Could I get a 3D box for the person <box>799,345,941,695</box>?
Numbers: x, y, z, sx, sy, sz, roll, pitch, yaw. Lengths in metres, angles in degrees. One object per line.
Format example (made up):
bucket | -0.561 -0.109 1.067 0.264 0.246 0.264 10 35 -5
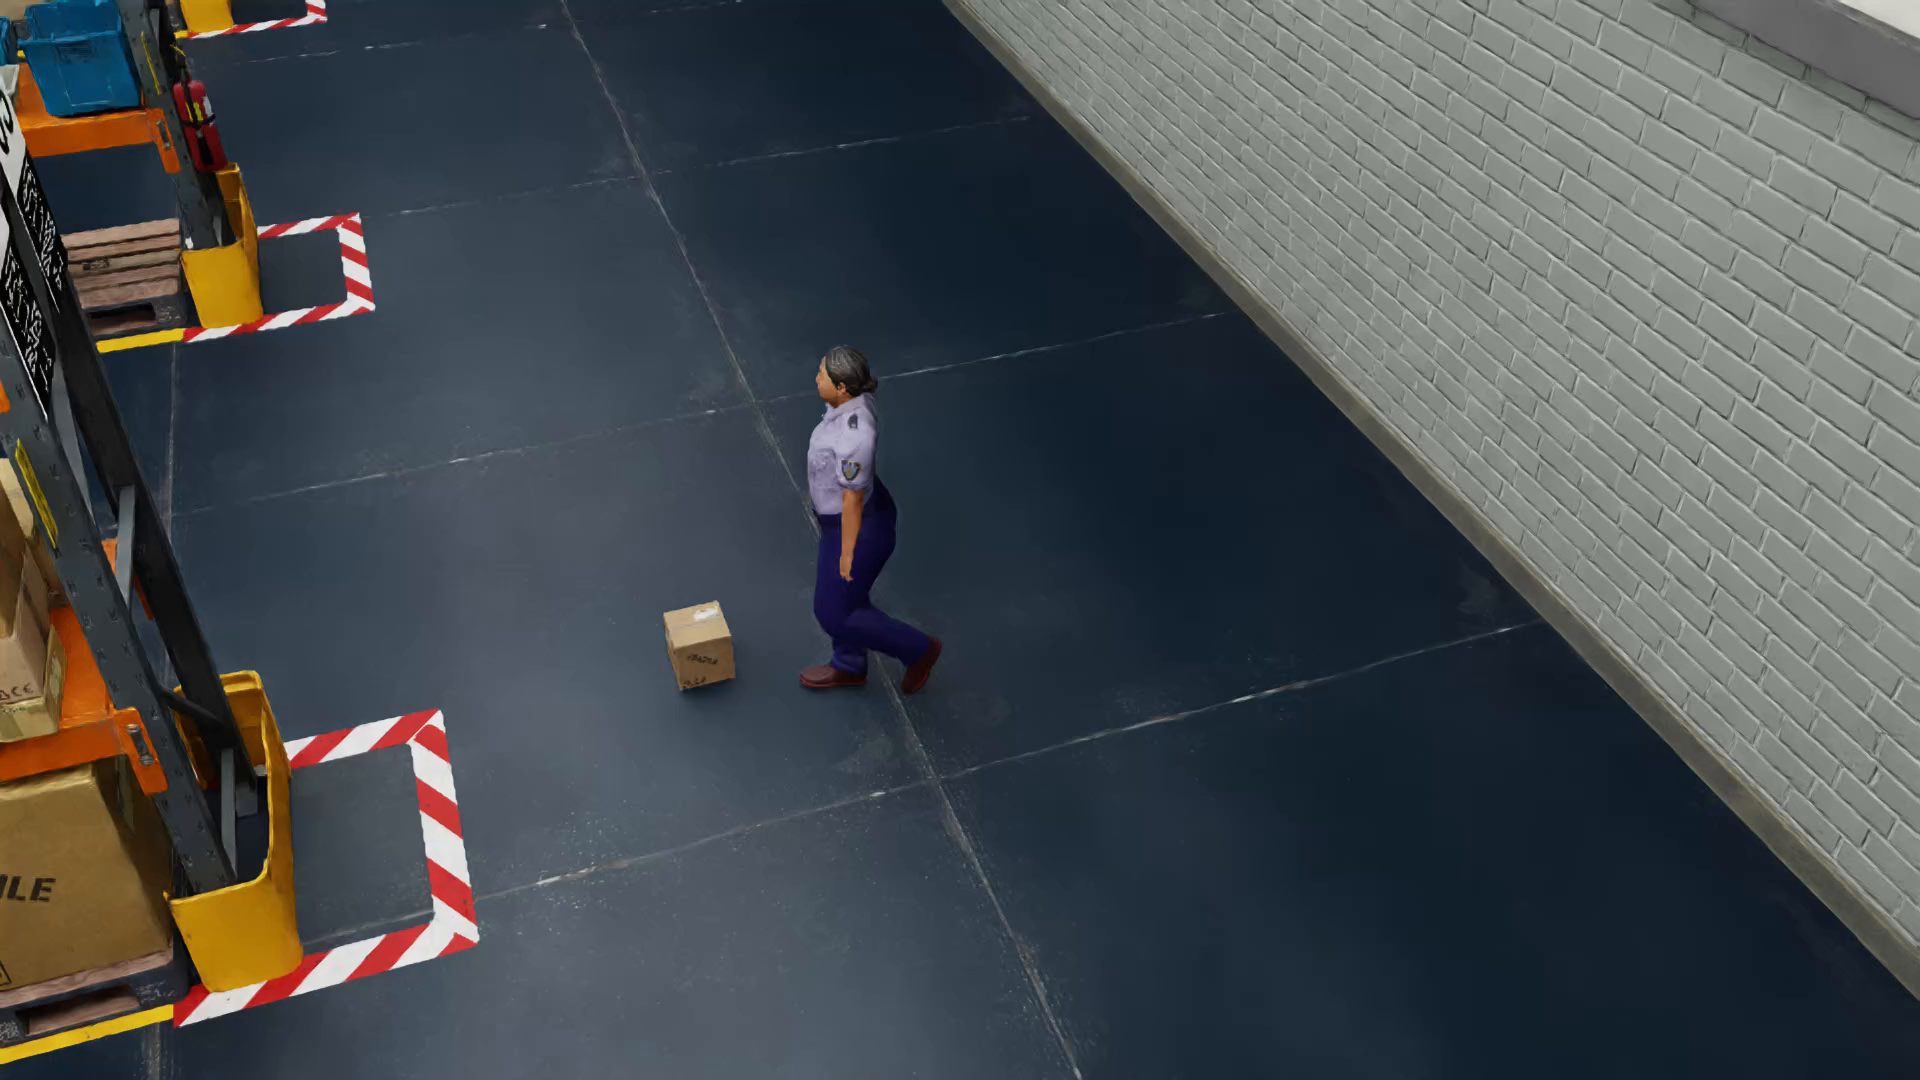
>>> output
person | -0.396 -0.056 6.870 0.625 1.623 0.515 -1 38 -1
